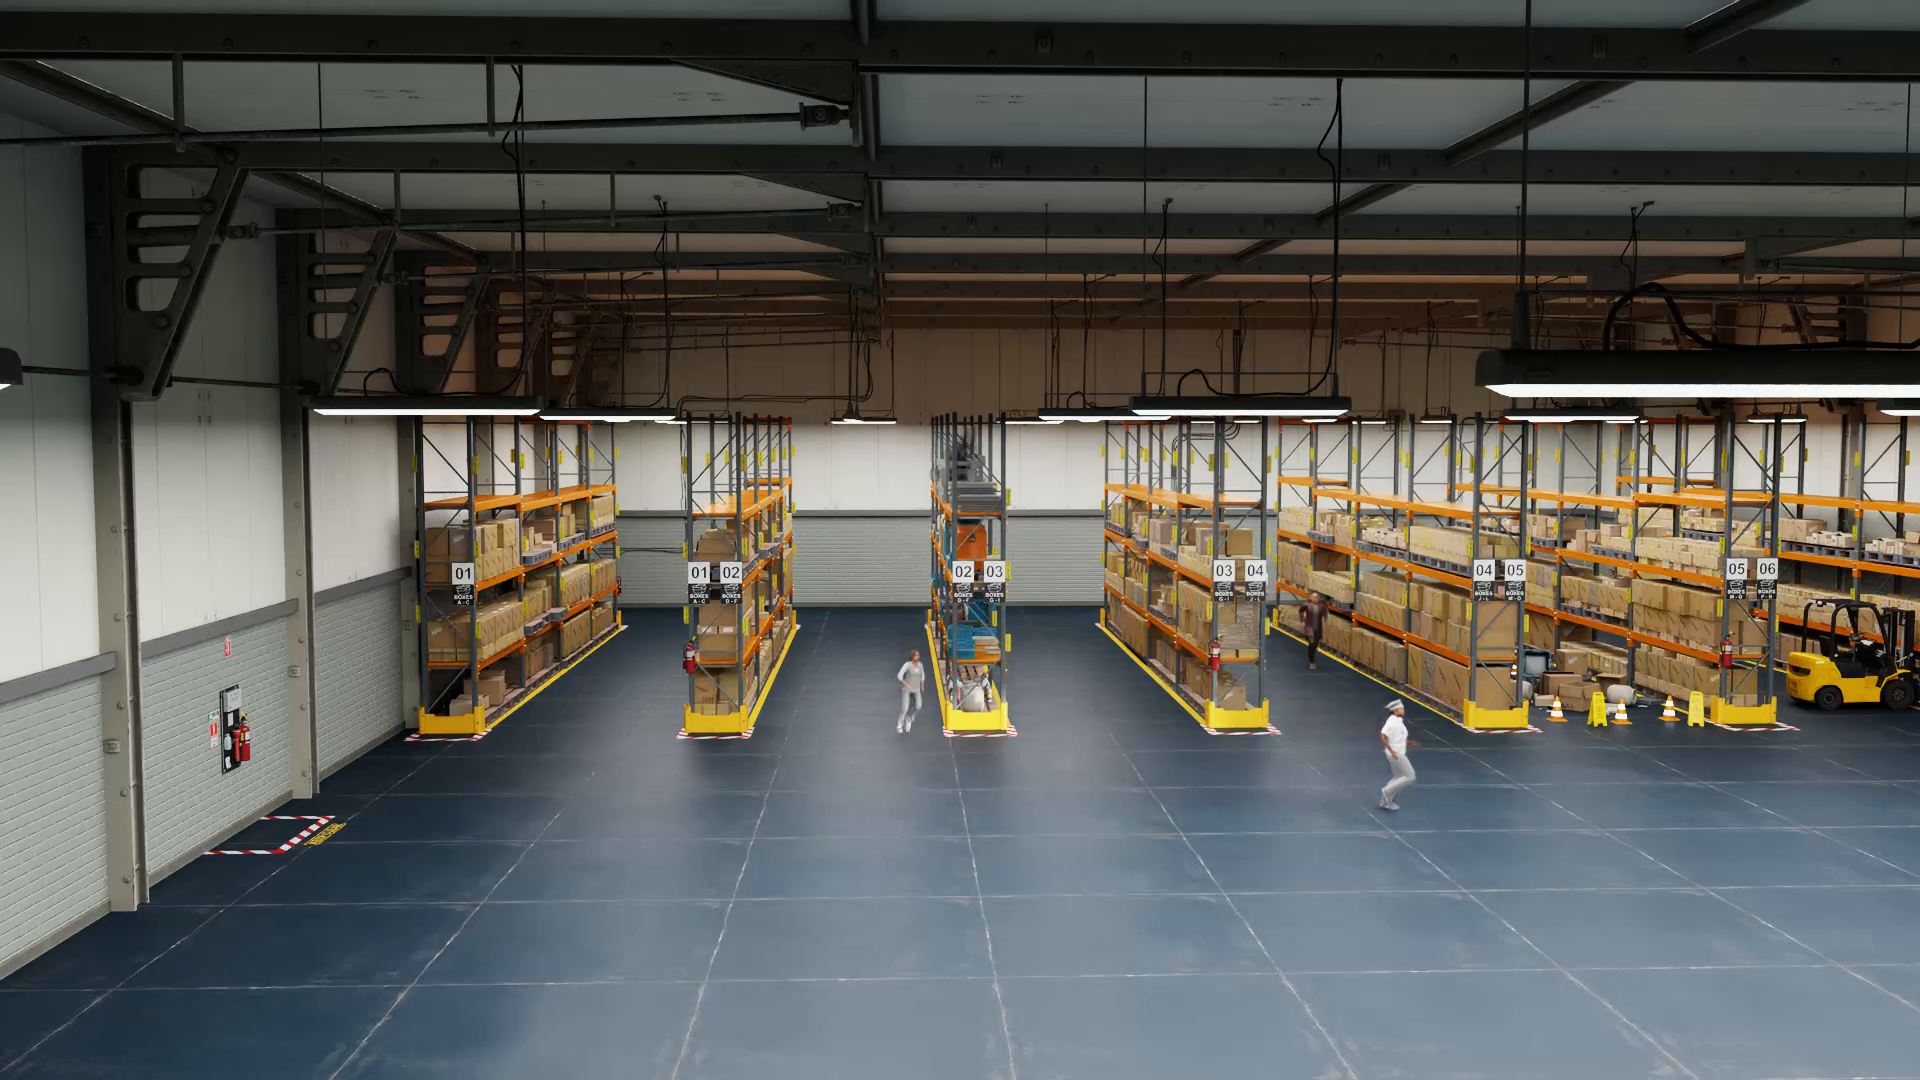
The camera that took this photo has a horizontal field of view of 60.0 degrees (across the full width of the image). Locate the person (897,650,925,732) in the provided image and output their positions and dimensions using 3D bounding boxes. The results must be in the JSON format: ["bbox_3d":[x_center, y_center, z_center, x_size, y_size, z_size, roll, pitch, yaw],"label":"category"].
[{"bbox_3d":[-0.886,2.825,31.135,0.601,1.546,0.558,-2,4,-23],"label":"person"}]

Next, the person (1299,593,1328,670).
[{"bbox_3d":[8.421,2.160,39.598,0.626,1.822,0.980,0,4,-7],"label":"person"}]

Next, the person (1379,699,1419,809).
[{"bbox_3d":[6.568,3.202,24.832,0.570,1.656,0.561,1,4,17],"label":"person"}]

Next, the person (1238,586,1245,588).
[{"bbox_3d":[8.098,1.658,48.433,0.565,1.602,0.670,-4,5,-42],"label":"person"}]
